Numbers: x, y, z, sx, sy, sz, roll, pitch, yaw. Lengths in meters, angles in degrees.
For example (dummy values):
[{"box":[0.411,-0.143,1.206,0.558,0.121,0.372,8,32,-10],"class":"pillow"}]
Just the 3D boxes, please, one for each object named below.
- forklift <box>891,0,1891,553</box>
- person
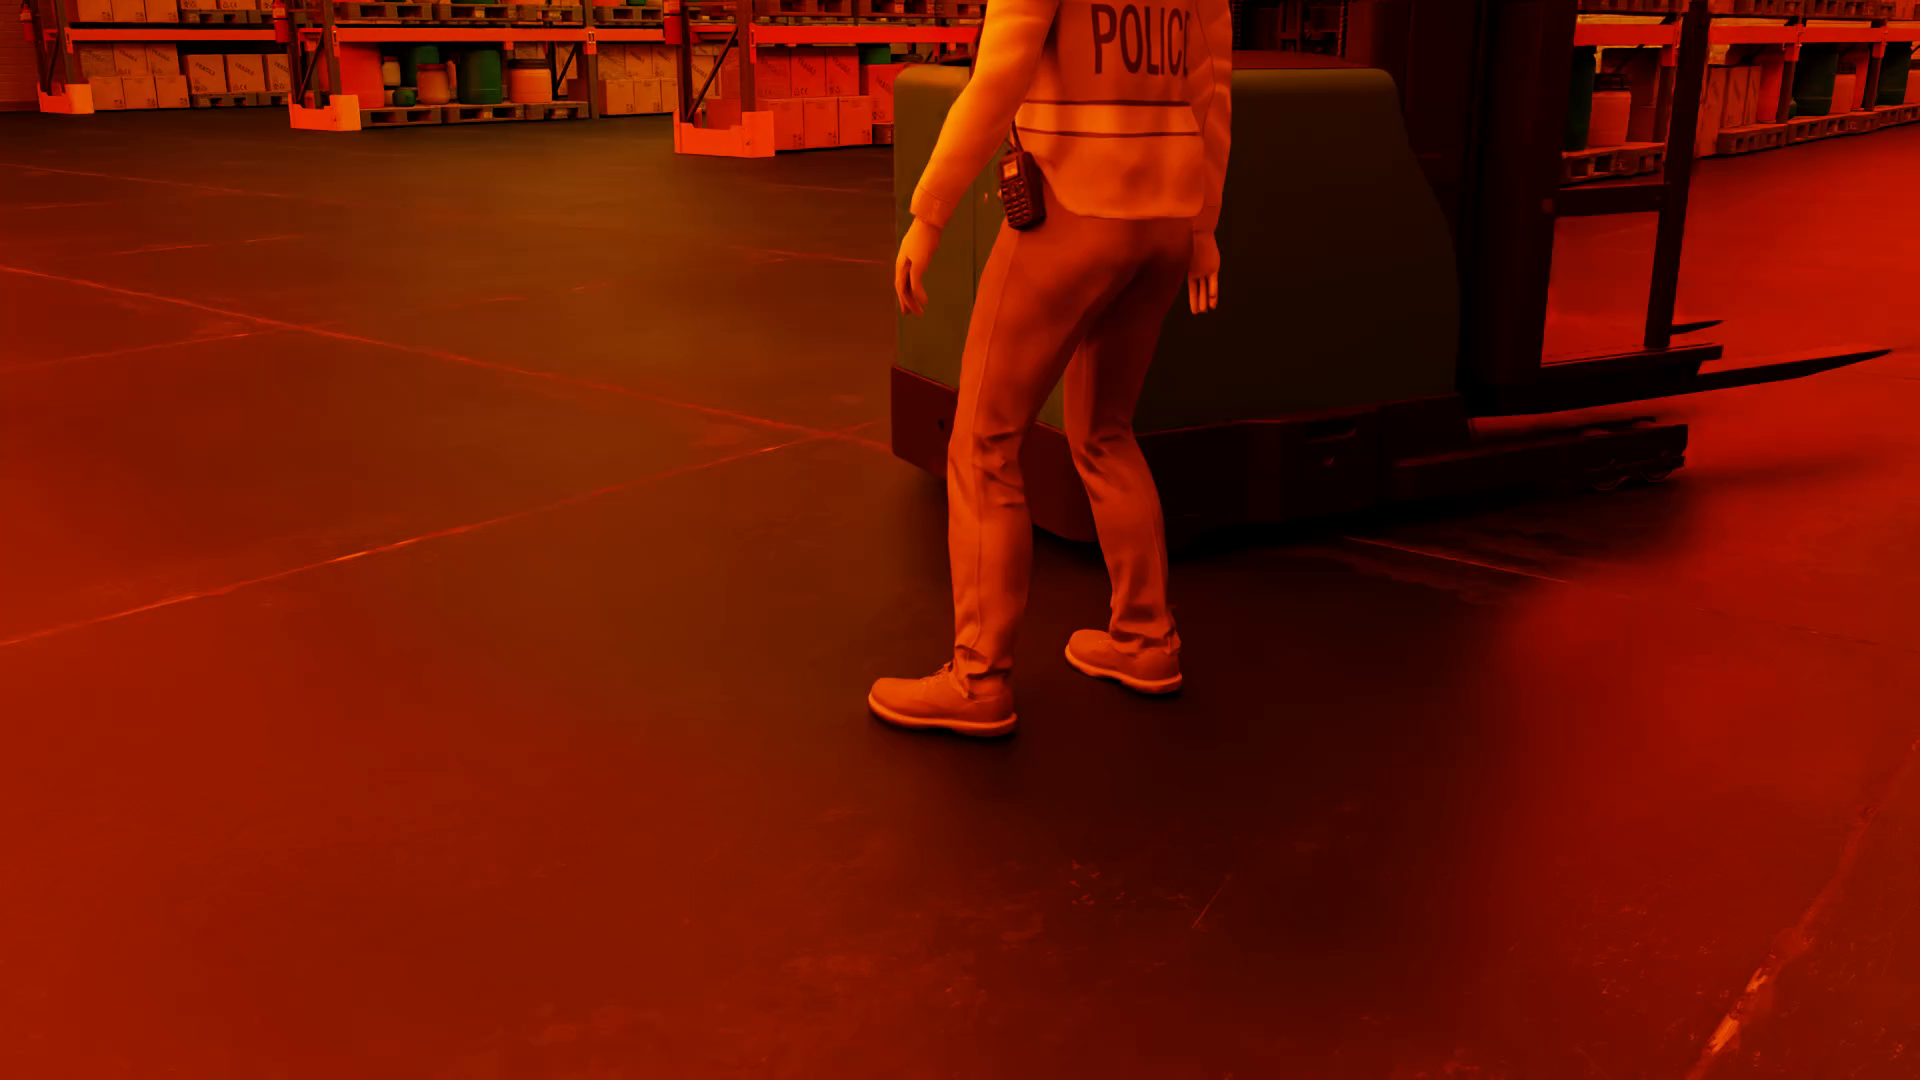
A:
[{"box":[1.364,-1.654,4.345,3.031,2.935,1.130,-9,19,-27],"class":"forklift"},{"box":[0.192,-0.515,2.820,0.381,1.643,0.702,15,23,41],"class":"person"}]
